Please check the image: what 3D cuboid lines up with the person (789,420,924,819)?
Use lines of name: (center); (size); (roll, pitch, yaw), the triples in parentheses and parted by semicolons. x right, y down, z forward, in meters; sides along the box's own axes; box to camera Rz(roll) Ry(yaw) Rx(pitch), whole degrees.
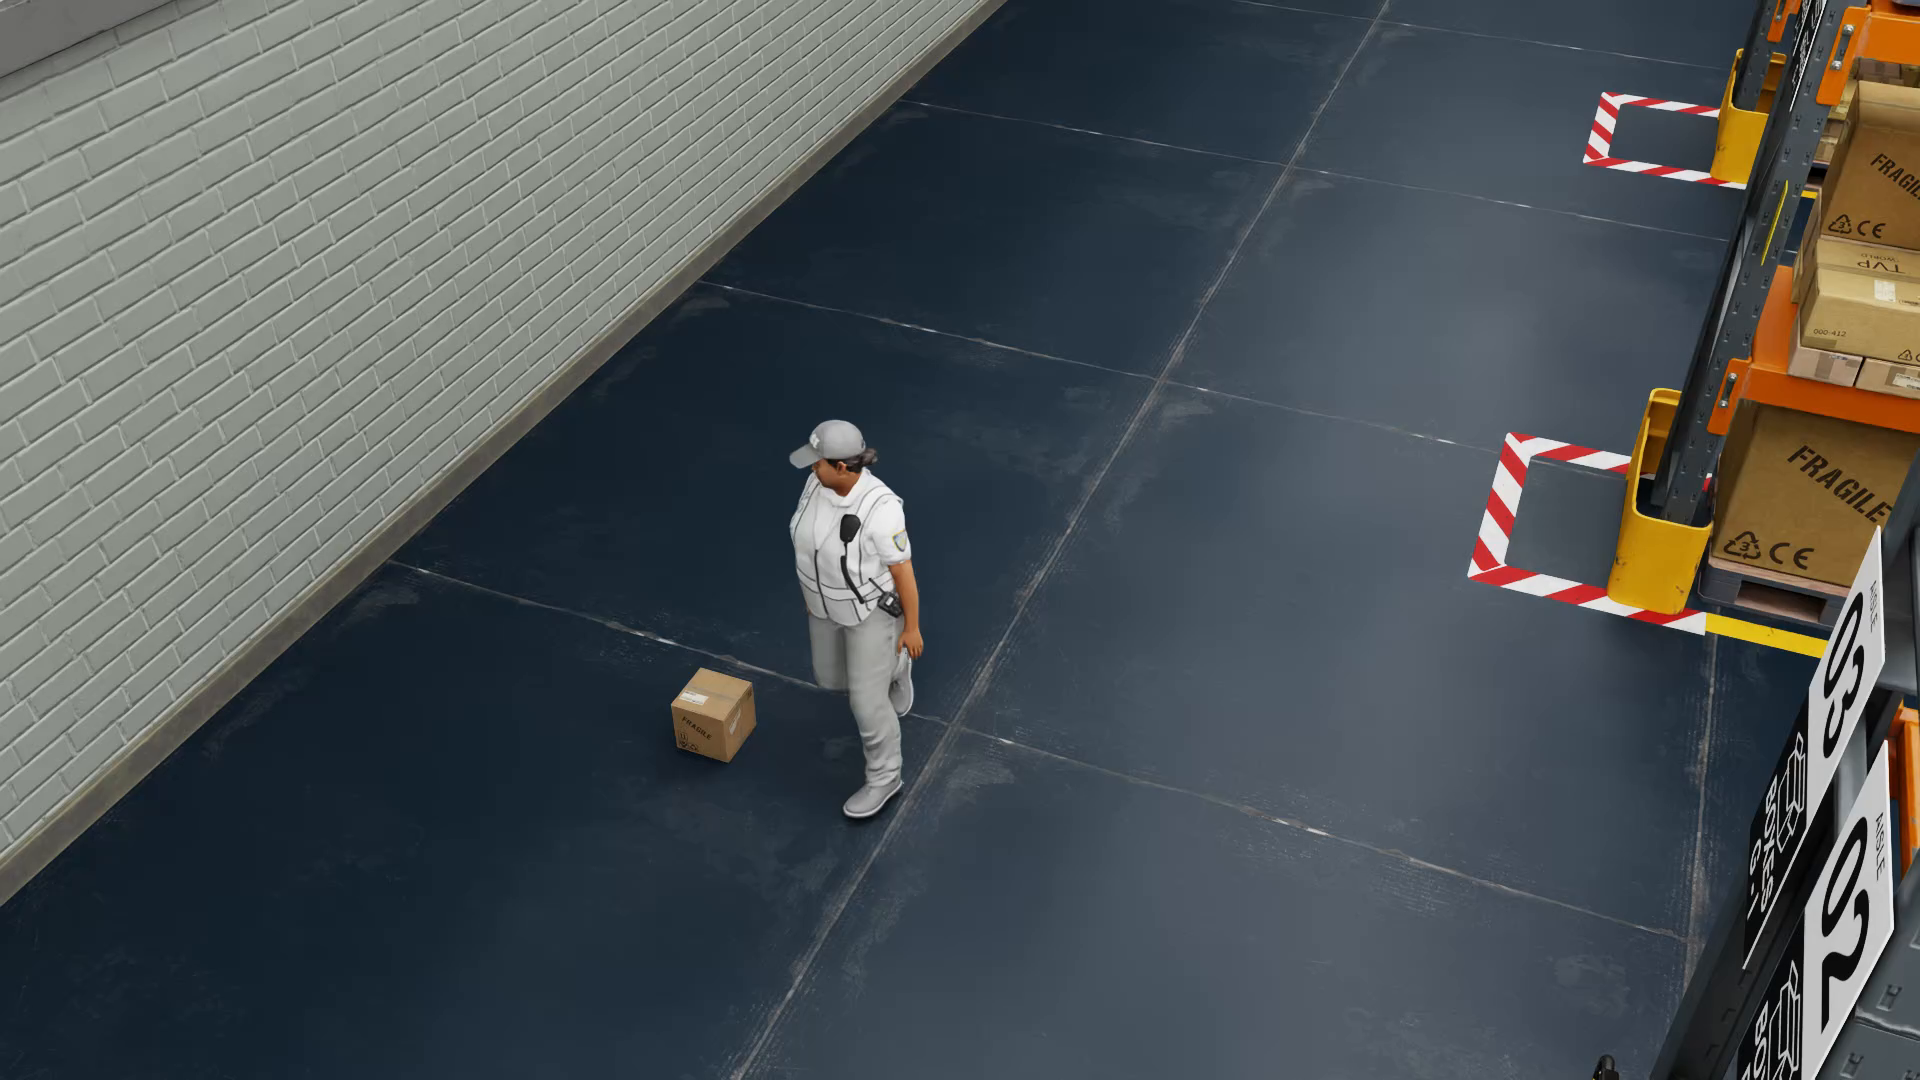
person: (-0.382, 0.236, 6.509); (0.576, 1.604, 0.758); (23, 43, 27)
